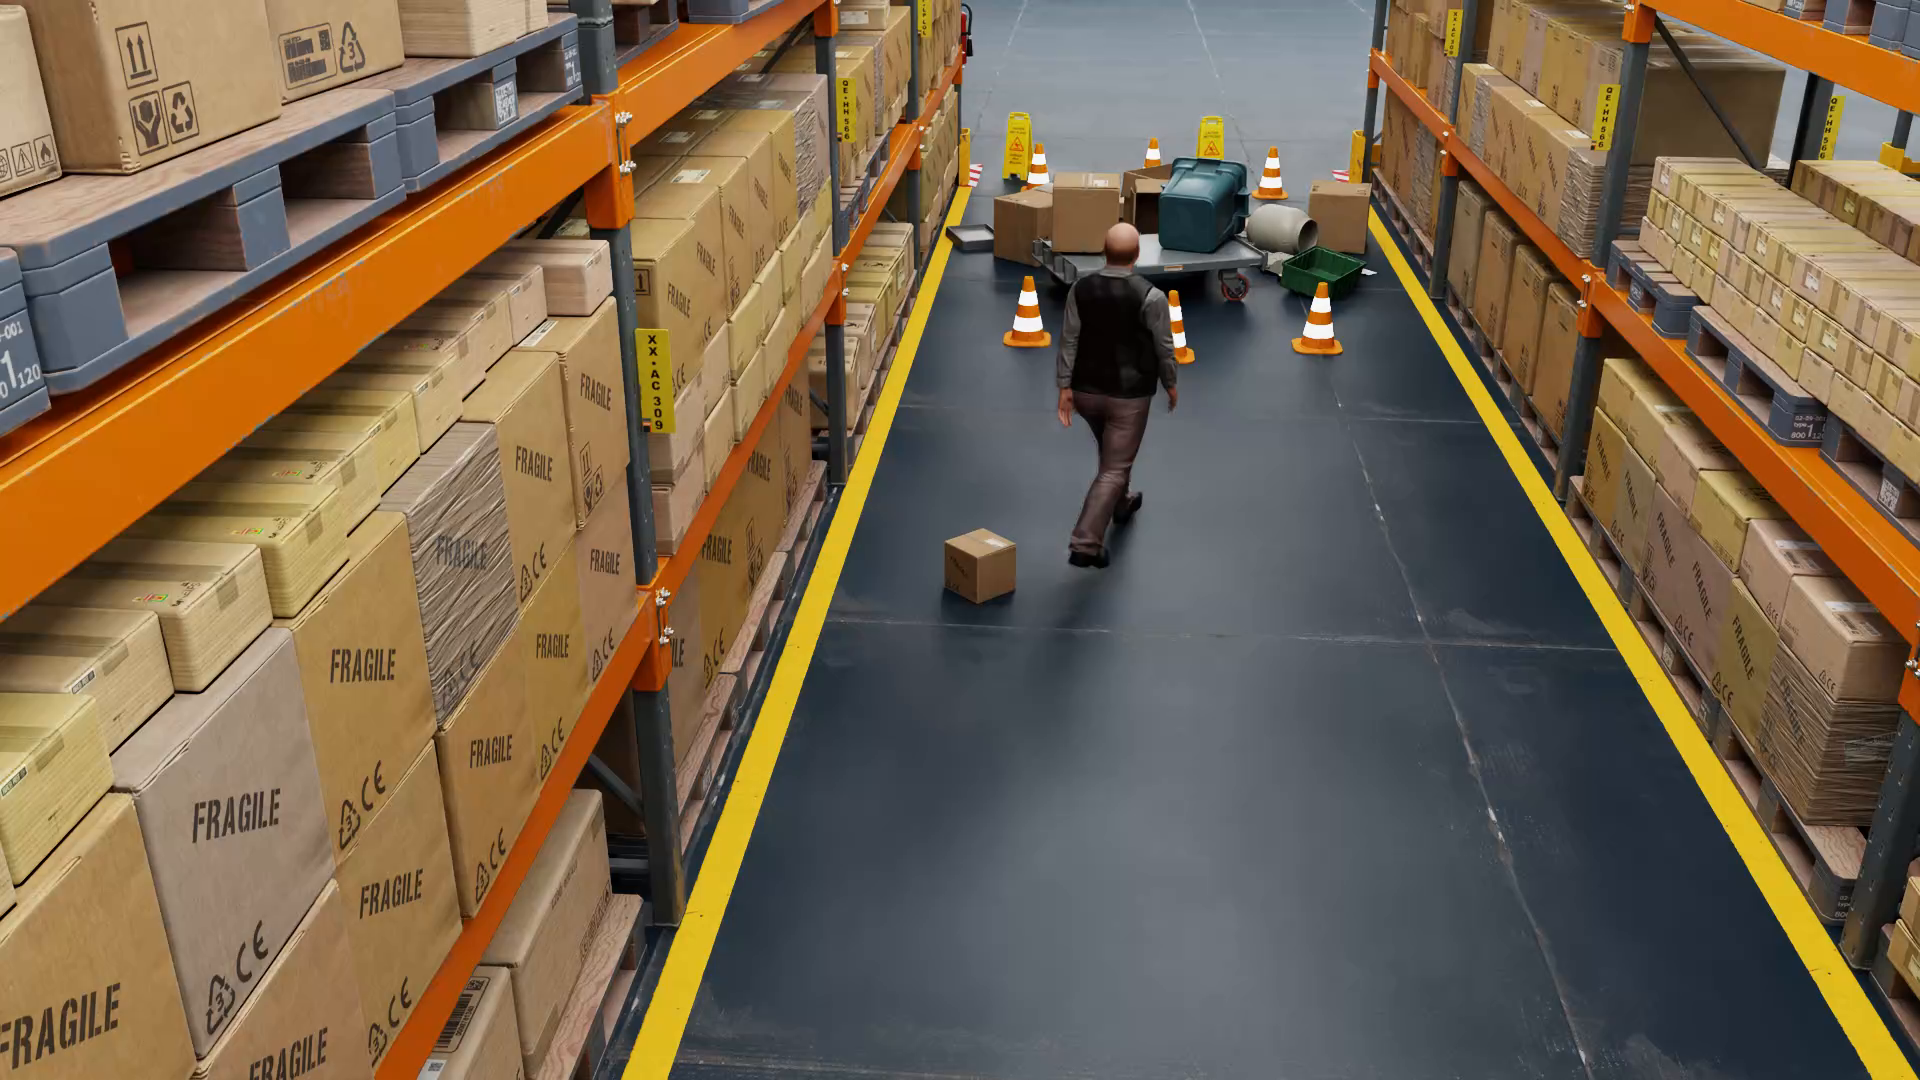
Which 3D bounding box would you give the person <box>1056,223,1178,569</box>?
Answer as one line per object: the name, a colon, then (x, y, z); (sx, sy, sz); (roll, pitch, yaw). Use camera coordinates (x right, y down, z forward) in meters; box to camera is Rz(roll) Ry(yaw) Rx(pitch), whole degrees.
person: (0.771, -0.739, 8.274); (0.547, 1.669, 1.092); (15, 28, 29)
